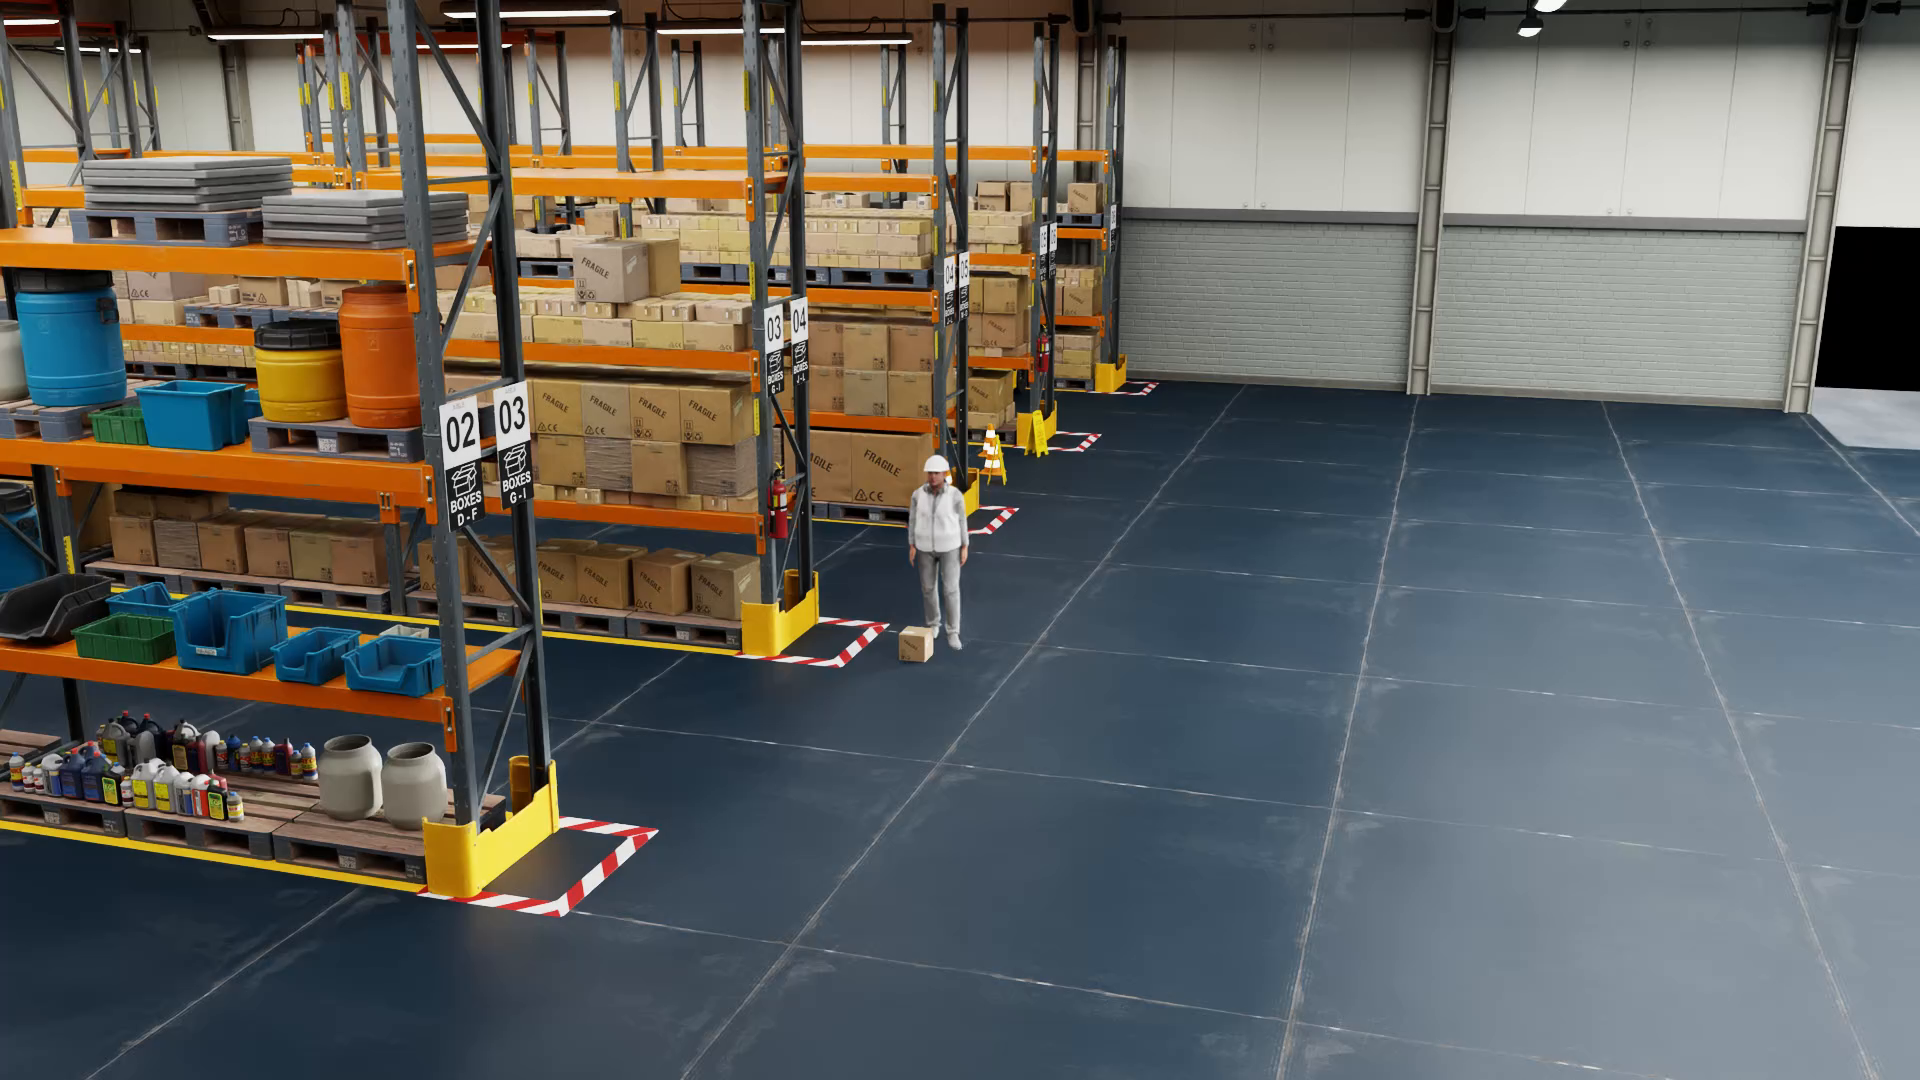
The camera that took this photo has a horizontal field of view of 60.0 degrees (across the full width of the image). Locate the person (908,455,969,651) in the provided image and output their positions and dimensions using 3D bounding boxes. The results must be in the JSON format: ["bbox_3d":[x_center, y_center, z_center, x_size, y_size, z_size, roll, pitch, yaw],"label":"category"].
[{"bbox_3d":[-0.219,0.096,15.585,0.566,1.788,0.550,3,15,12],"label":"person"}]
